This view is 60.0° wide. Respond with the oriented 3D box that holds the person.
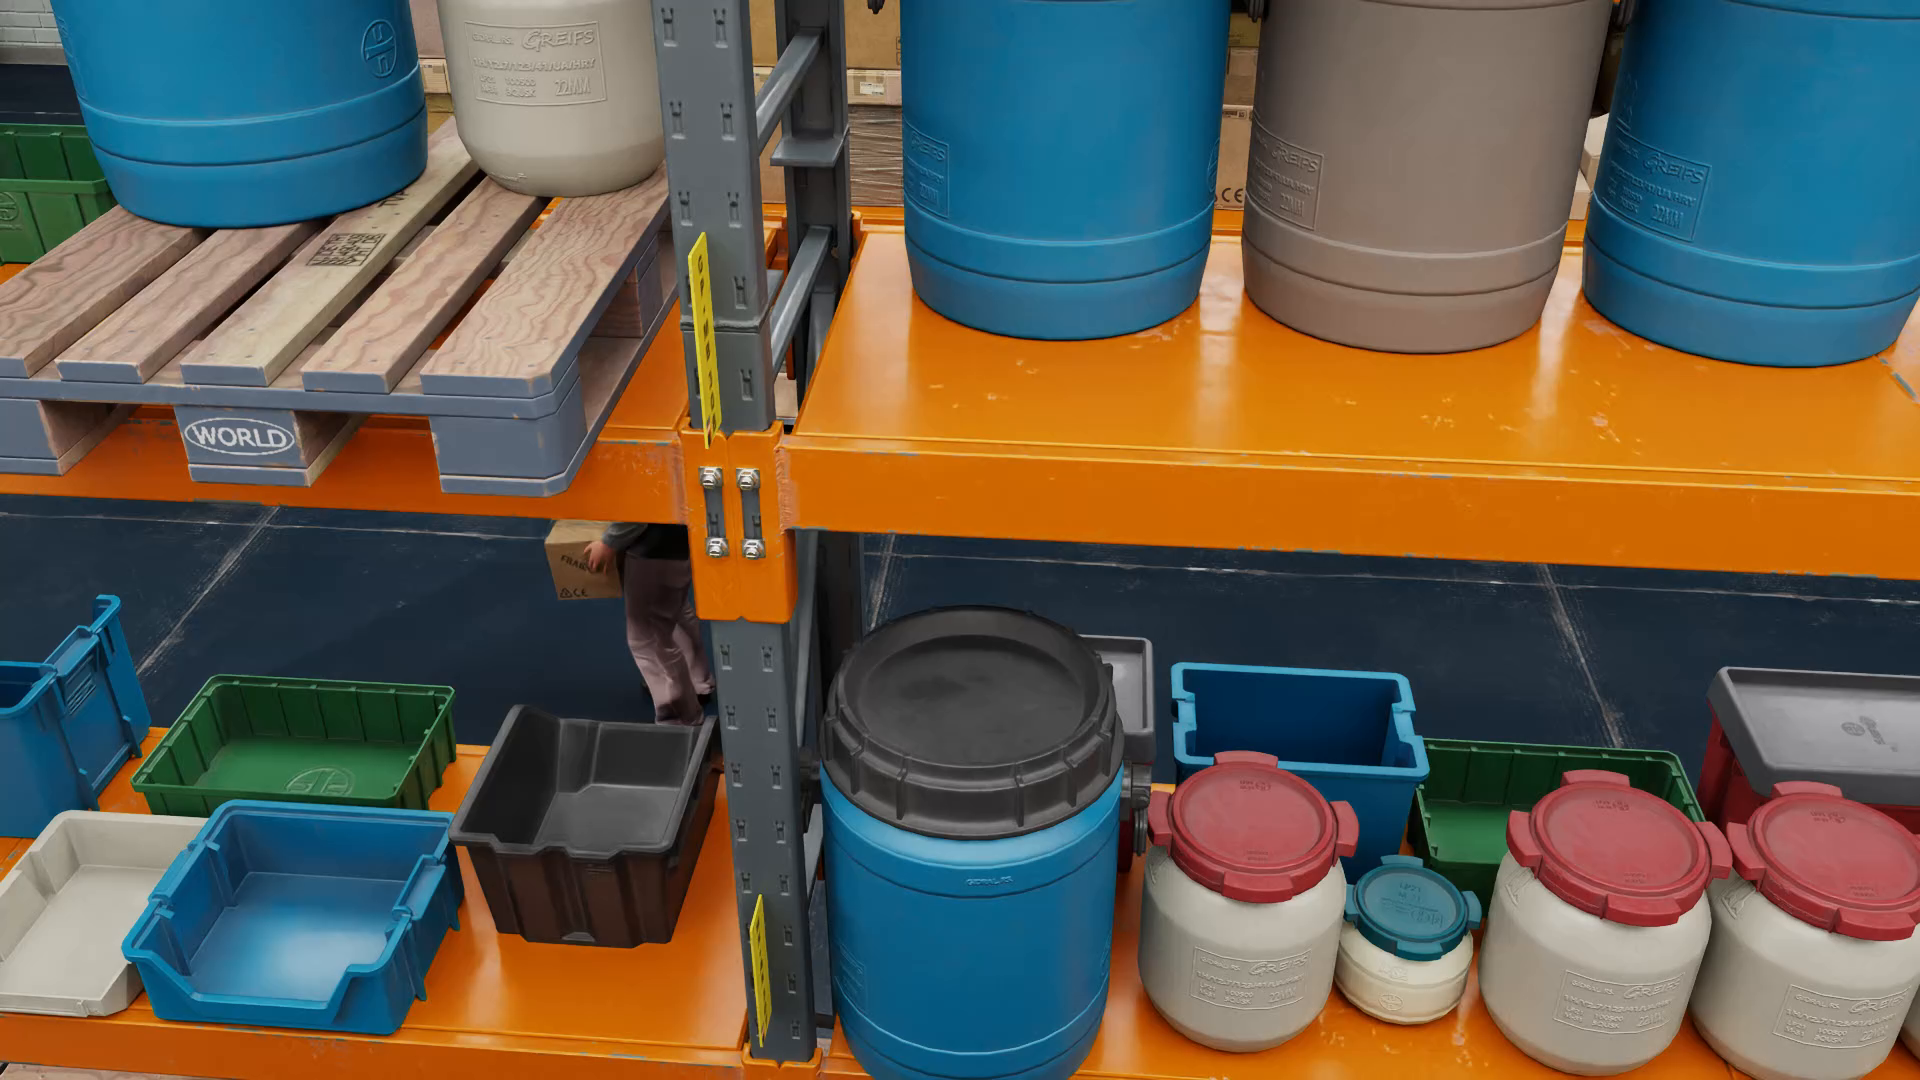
[{"bbox_3d":[-1.133,-0.009,6.167,0.470,1.728,0.546,2,32,3],"label":"person"}]
